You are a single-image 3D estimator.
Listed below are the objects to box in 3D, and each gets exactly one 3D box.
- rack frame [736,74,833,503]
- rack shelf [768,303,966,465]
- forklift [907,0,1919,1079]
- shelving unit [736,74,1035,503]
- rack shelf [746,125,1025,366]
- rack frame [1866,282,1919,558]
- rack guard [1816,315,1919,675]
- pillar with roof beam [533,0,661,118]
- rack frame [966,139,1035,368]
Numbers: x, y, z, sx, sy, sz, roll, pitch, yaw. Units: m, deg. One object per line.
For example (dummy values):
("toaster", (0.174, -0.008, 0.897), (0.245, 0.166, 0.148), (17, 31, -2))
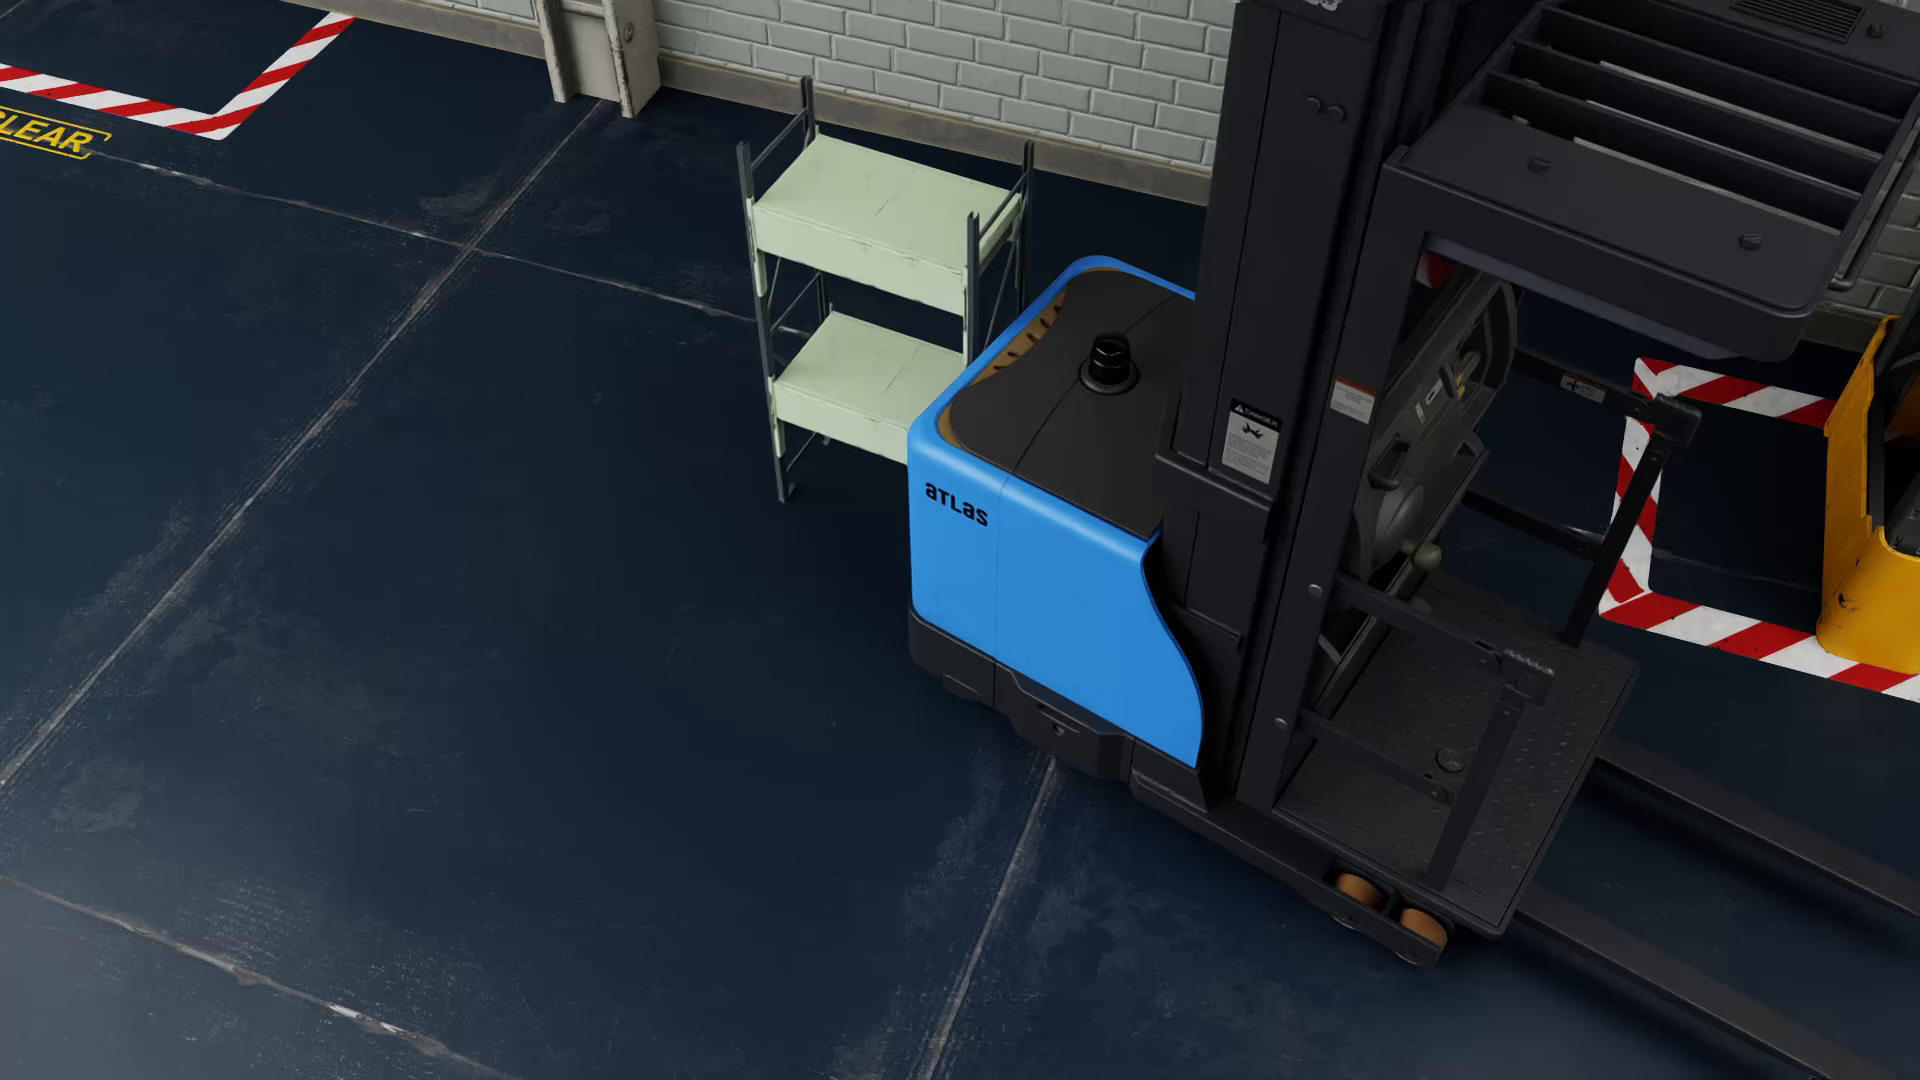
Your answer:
("rack frame", (-0.541, -0.762, 5.418), (0.023, 1.500, 0.400), (20, 52, 17))
("rack shelf", (-0.212, -0.426, 5.558), (0.720, 0.370, 0.431), (20, 52, 17))
("forklift", (1.338, -0.223, 4.003), (3.031, 2.935, 1.130), (28, 55, 22))
("shelving unit", (-0.212, -0.640, 5.312), (0.755, 1.500, 0.431), (20, 52, 17))
("rack shelf", (-0.212, -0.895, 5.017), (0.720, 0.370, 0.431), (20, 52, 17))
("rack frame", (3.090, -1.011, 4.641), (0.127, 3.000, 1.000), (16, 51, 13))
("rack guard", (3.161, -0.172, 5.568), (0.348, 0.500, 1.175), (16, 51, 13))
("pillar with roof beam", (-3.074, -1.925, 1.463), (0.400, 9.000, 9.100), (16, 51, 13))
("rack frame", (0.117, -0.518, 5.206), (0.023, 1.500, 0.400), (20, 52, 17))
